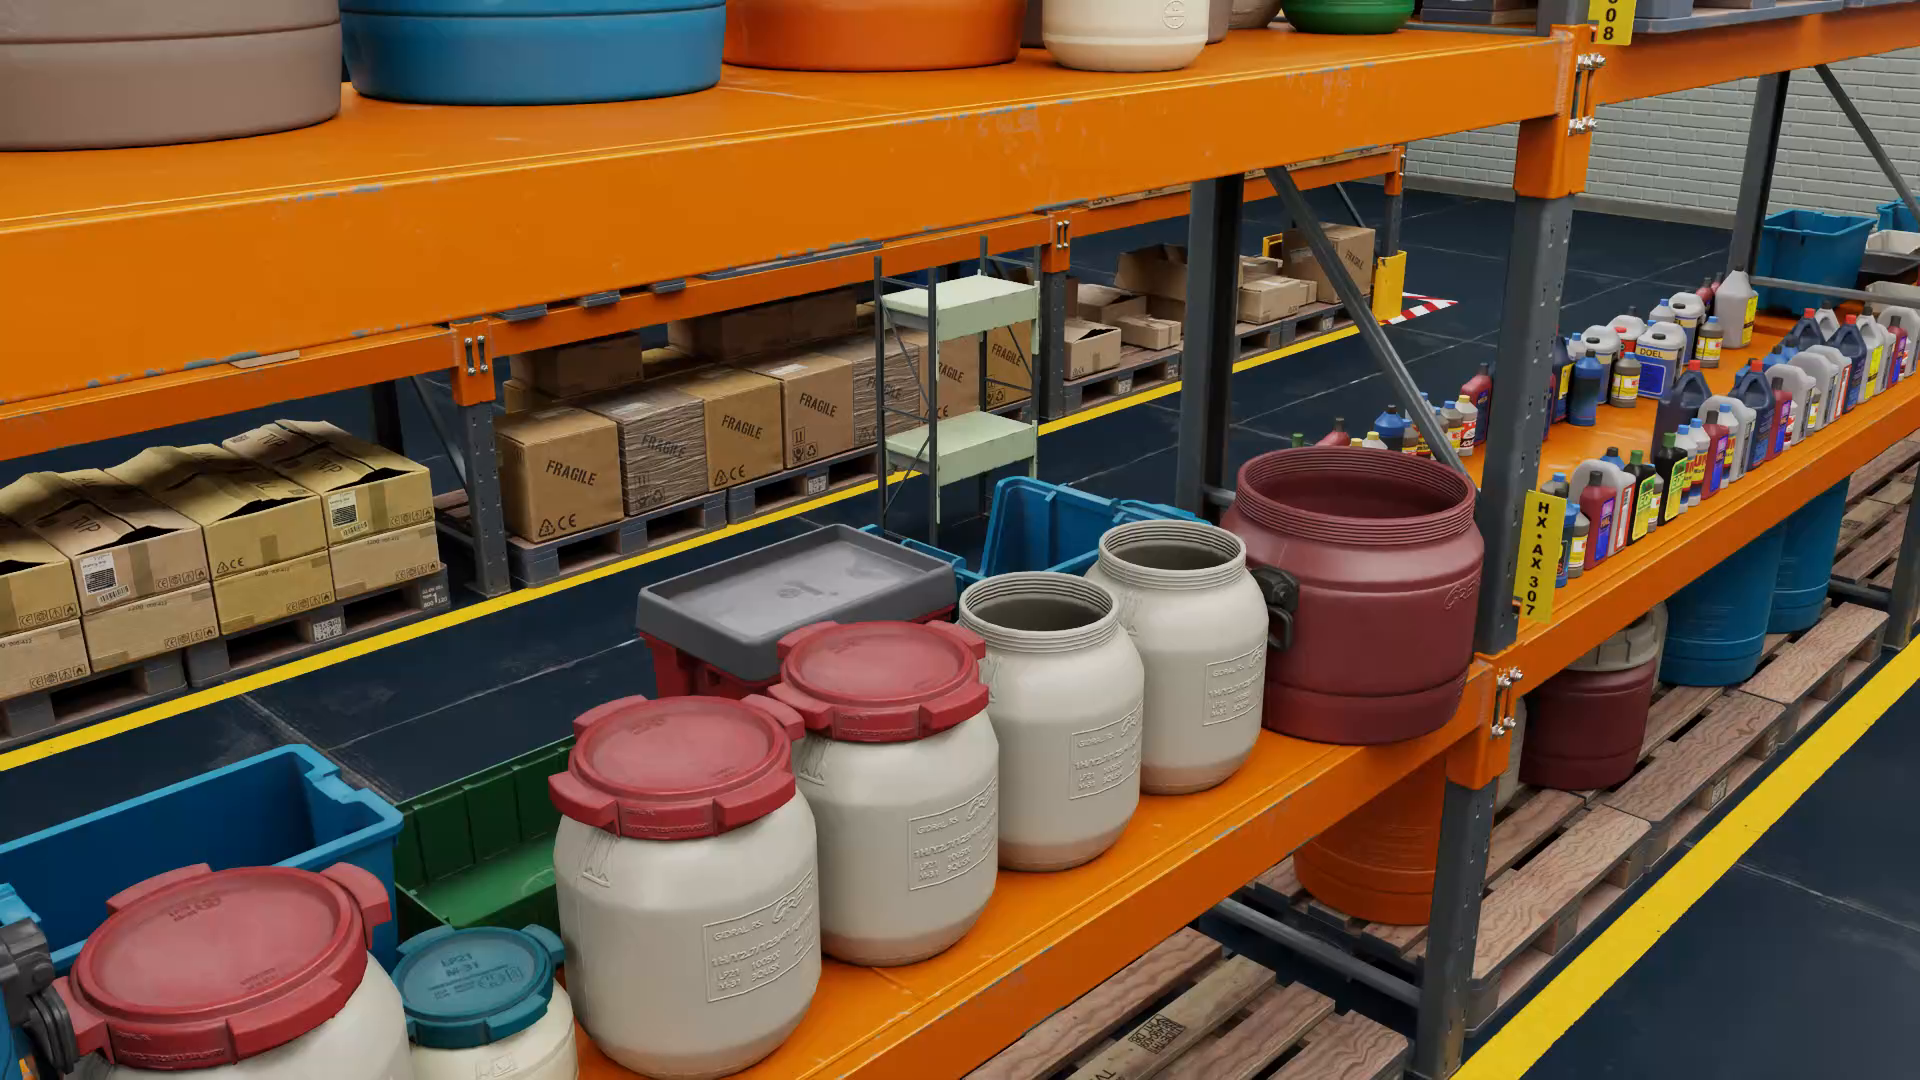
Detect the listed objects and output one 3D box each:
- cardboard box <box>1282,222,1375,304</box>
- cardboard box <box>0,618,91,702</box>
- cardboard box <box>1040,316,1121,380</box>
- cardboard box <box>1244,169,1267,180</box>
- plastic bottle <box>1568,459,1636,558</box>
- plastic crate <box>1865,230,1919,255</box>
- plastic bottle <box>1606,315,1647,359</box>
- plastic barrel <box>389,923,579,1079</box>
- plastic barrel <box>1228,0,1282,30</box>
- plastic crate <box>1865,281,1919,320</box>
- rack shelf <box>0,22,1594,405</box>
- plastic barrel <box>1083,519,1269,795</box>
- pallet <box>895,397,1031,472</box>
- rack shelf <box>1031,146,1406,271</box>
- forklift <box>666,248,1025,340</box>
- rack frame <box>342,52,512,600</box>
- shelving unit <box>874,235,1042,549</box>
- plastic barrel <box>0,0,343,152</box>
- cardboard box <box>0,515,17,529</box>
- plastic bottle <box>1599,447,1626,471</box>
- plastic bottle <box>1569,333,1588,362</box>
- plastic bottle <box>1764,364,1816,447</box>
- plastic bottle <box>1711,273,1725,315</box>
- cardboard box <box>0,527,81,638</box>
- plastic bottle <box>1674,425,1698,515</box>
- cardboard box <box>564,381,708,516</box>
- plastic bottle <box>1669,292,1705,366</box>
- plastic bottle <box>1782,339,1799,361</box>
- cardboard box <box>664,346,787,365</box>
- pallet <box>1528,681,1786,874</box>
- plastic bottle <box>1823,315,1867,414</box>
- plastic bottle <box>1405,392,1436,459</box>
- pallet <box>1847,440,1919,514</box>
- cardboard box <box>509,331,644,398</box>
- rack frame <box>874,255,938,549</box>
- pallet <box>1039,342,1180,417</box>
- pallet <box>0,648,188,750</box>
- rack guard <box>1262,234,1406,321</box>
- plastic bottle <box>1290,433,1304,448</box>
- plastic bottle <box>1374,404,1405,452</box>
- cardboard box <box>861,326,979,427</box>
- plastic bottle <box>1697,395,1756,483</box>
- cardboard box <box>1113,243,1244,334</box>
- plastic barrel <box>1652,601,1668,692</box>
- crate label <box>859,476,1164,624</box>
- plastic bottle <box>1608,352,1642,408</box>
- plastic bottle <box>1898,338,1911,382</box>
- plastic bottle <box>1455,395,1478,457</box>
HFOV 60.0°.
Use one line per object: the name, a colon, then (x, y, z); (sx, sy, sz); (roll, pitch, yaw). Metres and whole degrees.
cardboard box: (2.843, -2.151, 12.861); (0.500, 0.500, 0.500); (19, 28, 41)
cardboard box: (-3.794, 0.421, 6.545); (0.500, 0.250, 0.500); (-20, 28, -41)
cardboard box: (0.703, -1.290, 10.884); (0.500, 0.311, 0.500); (19, 28, 41)
cardboard box: (1.865, -2.787, 11.505); (0.500, 0.500, 0.500); (19, 28, 40)
plastic bottle: (1.867, -0.108, 4.848); (0.152, 0.276, 0.135); (19, 28, 41)
plastic crate: (4.801, -1.473, 8.509); (0.293, 0.136, 0.466); (19, 28, 41)
plastic bottle: (2.560, -0.726, 6.454); (0.152, 0.276, 0.135); (19, 28, 41)
plastic barrel: (-0.746, 0.774, 2.572); (0.301, 0.262, 0.301); (0, 21, 0)
plastic barrel: (0.575, -1.466, 3.871); (0.421, 0.512, 0.421); (0, 21, 0)
plastic crate: (4.229, -1.034, 7.367); (0.396, 0.136, 0.243); (19, 28, 41)
rack shelf: (-0.384, -0.567, 2.691); (1.077, 0.370, 4.000); (19, 28, 41)
plastic barrel: (0.446, 0.249, 3.590); (0.421, 0.512, 0.421); (0, 21, 0)
pallet: (-0.285, -0.766, 10.272); (1.003, 0.211, 1.213); (19, 28, 41)
rack shelf: (1.650, -2.464, 11.807); (1.077, 0.370, 4.000); (19, 28, 41)
forklift: (-0.975, -2.966, 12.205); (3.031, 2.935, 1.130); (-14, 25, -32)
rack frame: (-2.535, -1.258, 7.665); (1.000, 3.000, 0.127); (19, 28, 41)
shelving unit: (-0.005, -0.698, 8.301); (0.431, 1.500, 0.755); (19, 28, 41)
plastic barrel: (-1.124, -0.976, 2.053); (0.600, 0.901, 0.600); (0, 21, 0)
cardboard box: (-4.187, 0.029, 6.783); (0.500, 0.311, 0.500); (19, 28, 40)
plastic bottle: (1.924, -0.144, 4.948); (0.097, 0.271, 0.097); (0, 21, 0)
plastic bottle: (2.297, -0.641, 6.240); (0.097, 0.271, 0.097); (0, 21, 0)
plastic bottle: (2.896, -0.487, 5.834); (0.152, 0.276, 0.135); (19, 28, 41)
plastic bottle: (3.240, -1.003, 7.166); (0.061, 0.283, 0.133); (19, 28, 41)
cardboard box: (-3.787, 0.157, 6.451); (0.500, 0.311, 0.500); (-19, 28, -41)
plastic bottle: (2.222, -0.223, 5.152); (0.097, 0.271, 0.097); (0, 21, 0)
cardboard box: (-1.652, -0.478, 8.507); (0.500, 0.500, 0.500); (18, 27, 39)
plastic bottle: (2.950, -0.869, 6.829); (0.152, 0.276, 0.135); (19, 28, 41)
plastic bottle: (3.049, -0.606, 6.149); (0.097, 0.271, 0.097); (0, 21, 0)
cardboard box: (-1.328, -0.865, 9.514); (0.500, 0.500, 0.500); (18, 27, 39)
pallet: (2.382, 0.760, 6.304); (1.003, 0.211, 1.213); (19, 28, 41)
plastic bottle: (3.266, -0.656, 6.170); (0.144, 0.351, 0.185); (19, 28, 41)
plastic bottle: (1.514, -0.352, 5.489); (0.097, 0.271, 0.097); (0, 21, 0)
pallet: (5.138, -0.257, 8.950); (1.003, 0.211, 1.213); (19, 28, 41)
cardboard box: (-2.015, -0.961, 8.719); (0.500, 0.250, 0.500); (-19, 28, -40)
rack frame: (-0.260, -0.604, 8.056); (0.400, 1.500, 0.023); (19, 28, 41)
pallet: (0.735, -1.160, 11.300); (1.003, 0.211, 1.213); (19, 28, 41)
pallet: (-3.989, 0.558, 6.829); (1.003, 0.211, 1.213); (19, 28, 41)
rack guard: (2.992, -2.128, 13.413); (1.175, 0.500, 0.348); (19, 28, 41)
plastic bottle: (0.988, -0.173, 5.007); (0.061, 0.283, 0.133); (19, 28, 41)
plastic bottle: (1.378, -0.302, 5.359); (0.097, 0.271, 0.097); (0, 21, 0)
cardboard box: (-0.235, -1.001, 9.868); (0.500, 0.500, 0.500); (19, 28, 41)
plastic bottle: (2.512, -0.346, 5.466); (0.152, 0.276, 0.135); (19, 28, 41)
cardboard box: (1.562, -1.810, 11.969); (0.797, 0.503, 0.637); (19, 28, 41)
plastic barrel: (2.458, 0.361, 6.338); (0.421, 0.512, 0.421); (0, 21, 0)
crate label: (0.124, 0.154, 3.943); (0.502, 0.435, 0.616); (19, 28, 41)
plastic bottle: (2.500, -0.605, 6.244); (0.097, 0.201, 0.097); (0, 21, 0)
plastic bottle: (3.697, -0.733, 6.579); (0.097, 0.201, 0.097); (0, 21, 0)
plastic bottle: (1.718, -0.394, 5.697); (0.097, 0.201, 0.097); (0, 21, 0)
